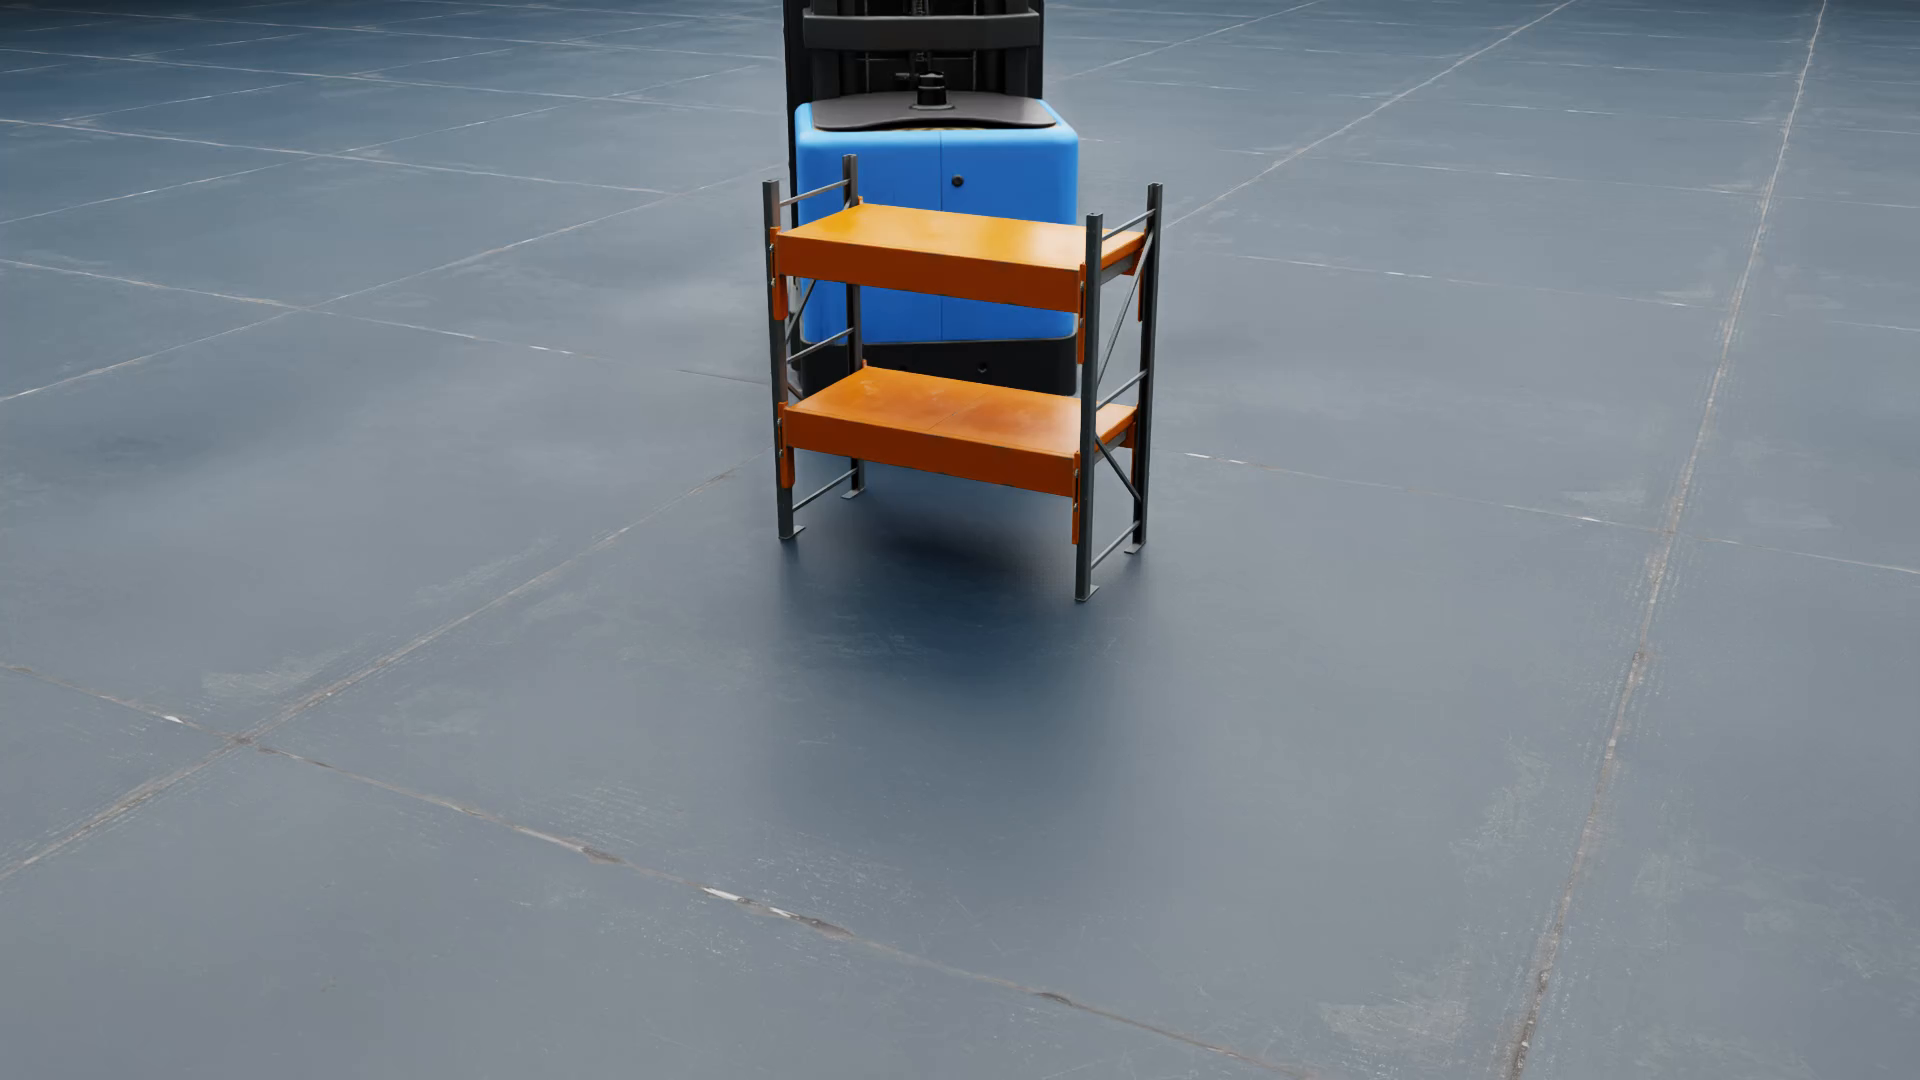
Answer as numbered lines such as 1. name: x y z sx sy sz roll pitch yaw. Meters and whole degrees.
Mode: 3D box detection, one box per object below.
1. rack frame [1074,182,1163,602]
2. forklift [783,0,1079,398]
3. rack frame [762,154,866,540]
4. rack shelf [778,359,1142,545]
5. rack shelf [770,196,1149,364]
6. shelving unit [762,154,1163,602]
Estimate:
1. rack frame: 0.460 -0.427 4.816 0.032 1.125 0.500 11 25 25
2. forklift: -0.219 -2.388 7.120 1.130 2.935 3.031 -2 23 -5
3. rack frame: -0.448 -0.606 5.238 0.032 1.125 0.500 11 25 25
4. rack shelf: 0.006 -0.291 5.123 1.000 0.278 0.538 11 25 25
5. rack shelf: 0.006 -0.786 4.913 1.000 0.278 0.538 11 25 25
6. shelving unit: 0.006 -0.516 5.027 1.048 1.125 0.538 11 25 25
